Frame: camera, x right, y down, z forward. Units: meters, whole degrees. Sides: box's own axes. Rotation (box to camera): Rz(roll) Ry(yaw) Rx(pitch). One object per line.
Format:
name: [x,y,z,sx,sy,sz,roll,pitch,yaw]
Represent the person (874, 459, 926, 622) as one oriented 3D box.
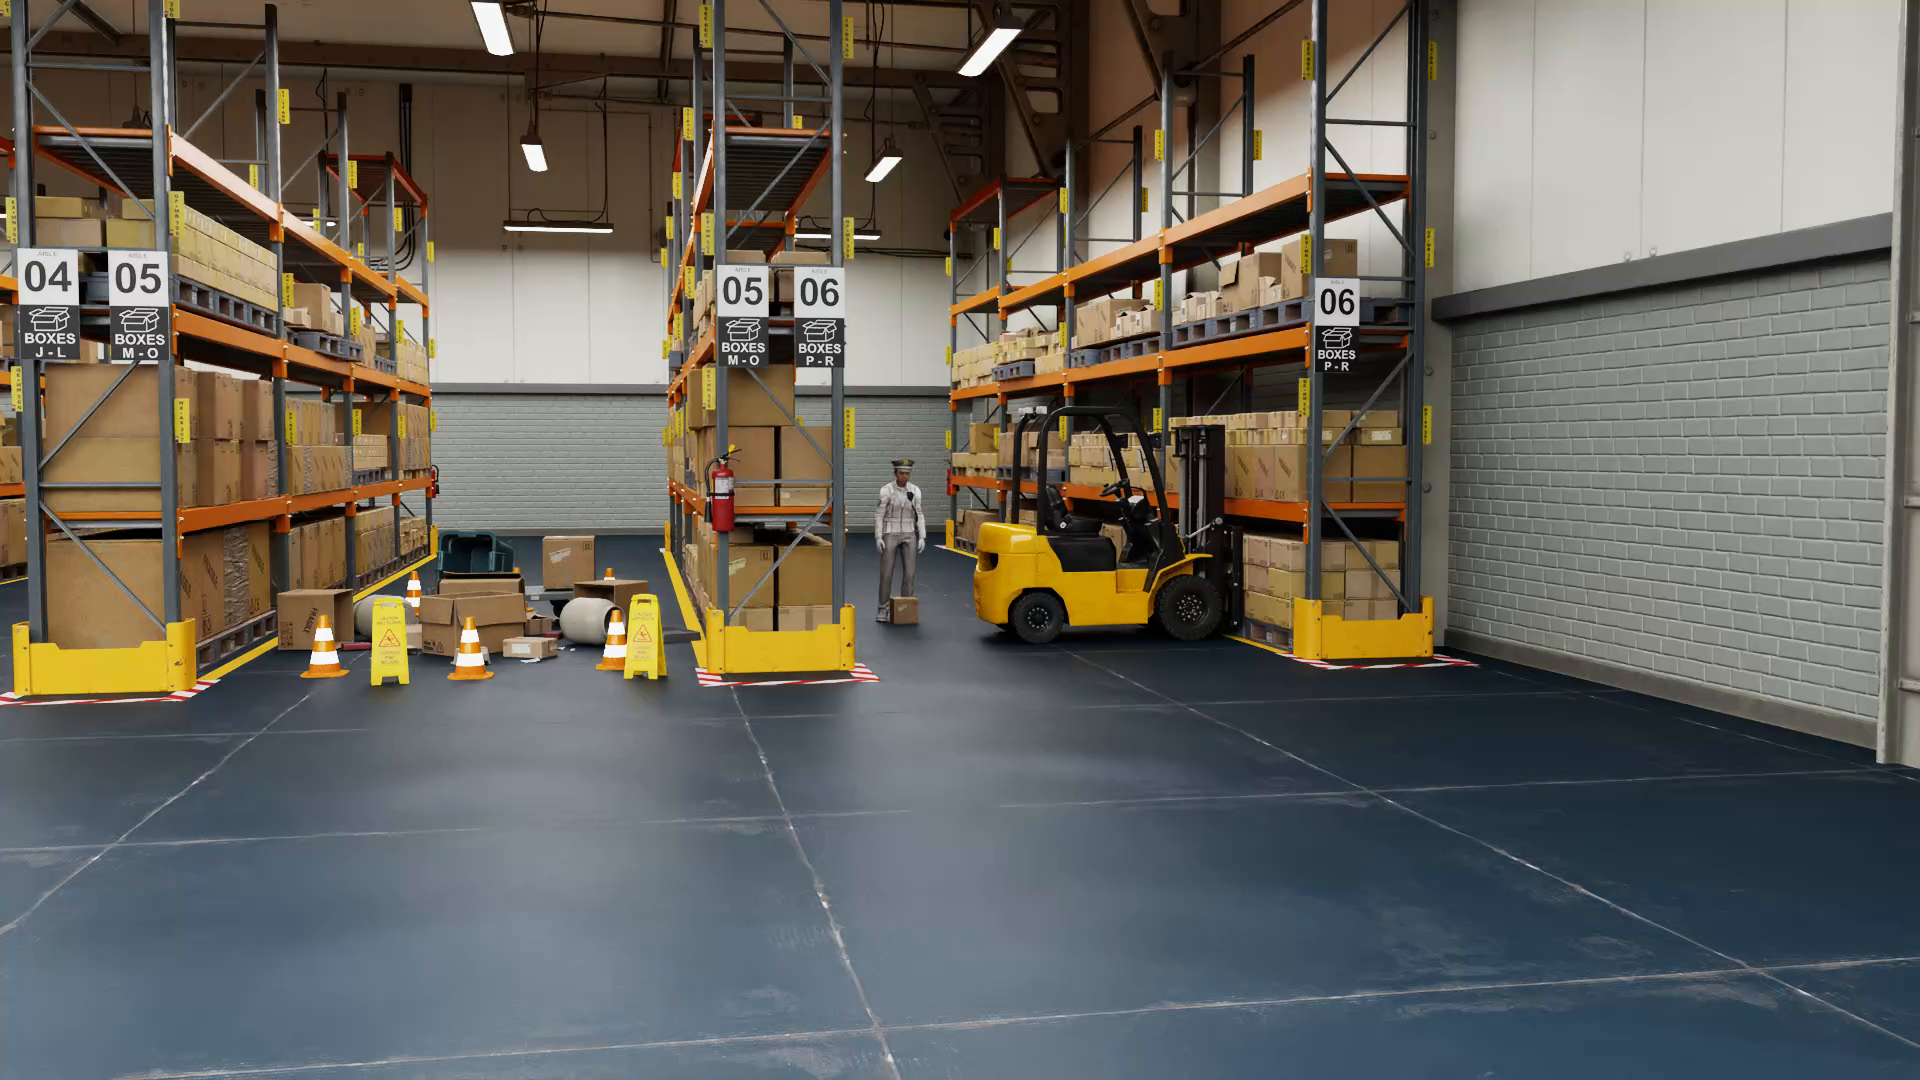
person: [-0.613,-0.002,17.118,0.545,1.667,0.407,-1,3,-14]
